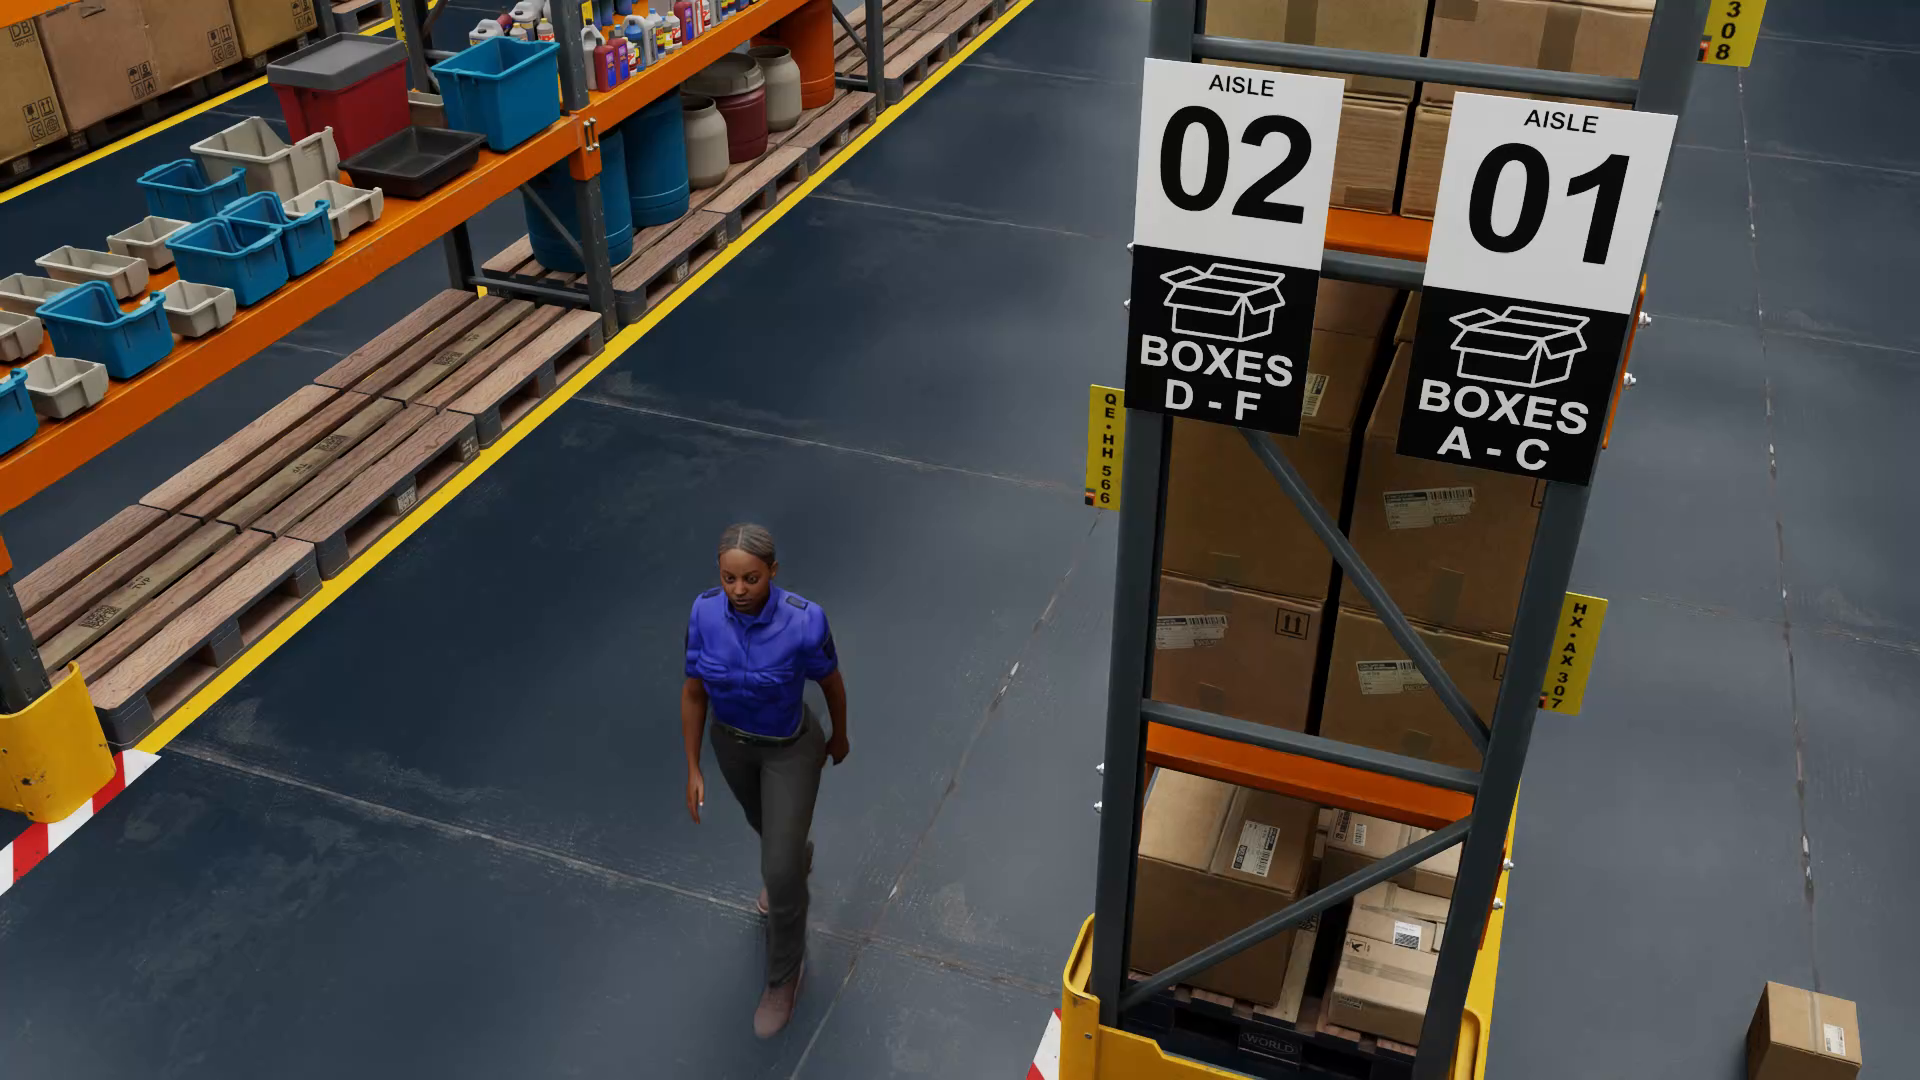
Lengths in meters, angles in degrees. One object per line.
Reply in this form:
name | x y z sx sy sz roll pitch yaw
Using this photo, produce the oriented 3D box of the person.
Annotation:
person | -0.610 0.691 5.129 0.449 1.700 0.730 11 35 16
